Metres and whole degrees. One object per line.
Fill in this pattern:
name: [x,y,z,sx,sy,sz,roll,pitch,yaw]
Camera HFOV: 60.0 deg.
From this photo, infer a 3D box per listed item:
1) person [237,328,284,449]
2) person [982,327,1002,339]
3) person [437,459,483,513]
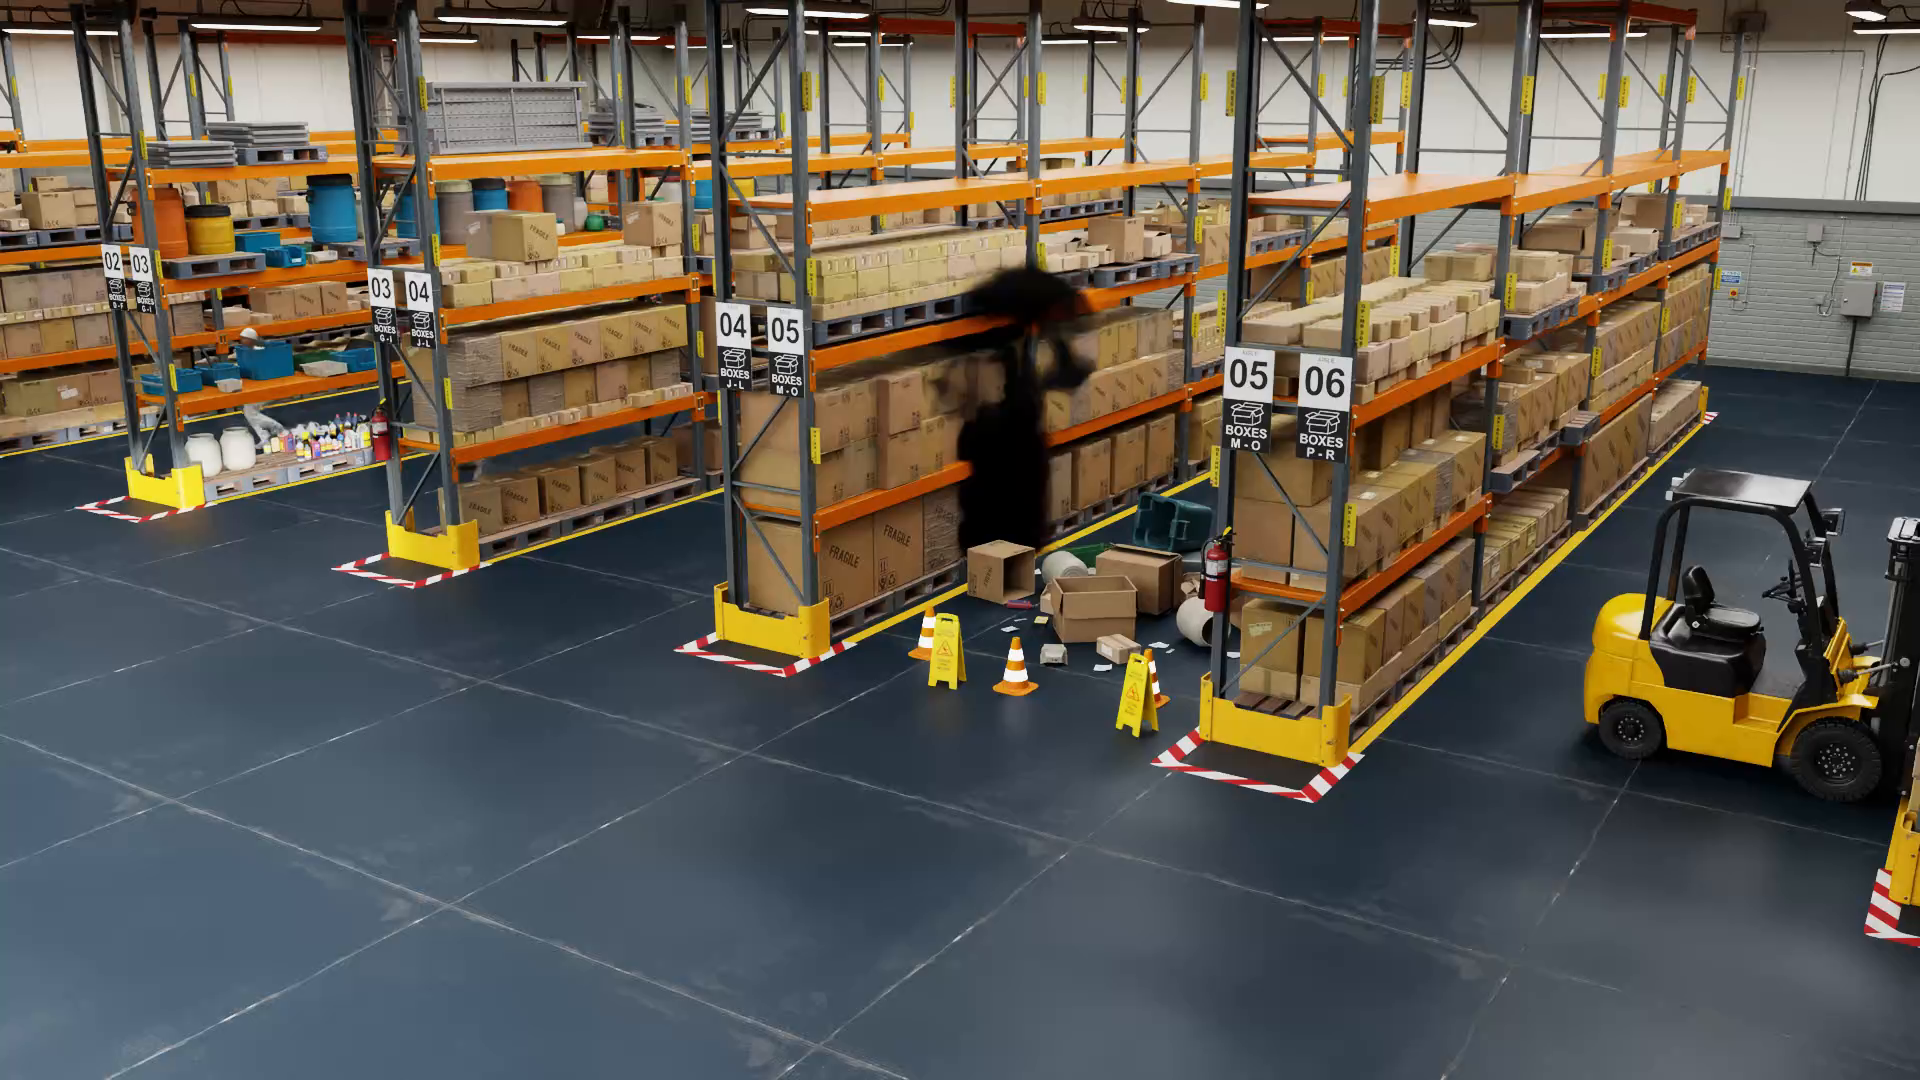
person: [-10.051,-2.154,23.701,0.731,1.735,0.613,12,19,36]
person: [0.526,-2.440,24.550,0.670,1.746,0.879,9,18,28]
person: [-6.239,-1.275,20.665,0.703,1.750,0.963,6,17,20]
